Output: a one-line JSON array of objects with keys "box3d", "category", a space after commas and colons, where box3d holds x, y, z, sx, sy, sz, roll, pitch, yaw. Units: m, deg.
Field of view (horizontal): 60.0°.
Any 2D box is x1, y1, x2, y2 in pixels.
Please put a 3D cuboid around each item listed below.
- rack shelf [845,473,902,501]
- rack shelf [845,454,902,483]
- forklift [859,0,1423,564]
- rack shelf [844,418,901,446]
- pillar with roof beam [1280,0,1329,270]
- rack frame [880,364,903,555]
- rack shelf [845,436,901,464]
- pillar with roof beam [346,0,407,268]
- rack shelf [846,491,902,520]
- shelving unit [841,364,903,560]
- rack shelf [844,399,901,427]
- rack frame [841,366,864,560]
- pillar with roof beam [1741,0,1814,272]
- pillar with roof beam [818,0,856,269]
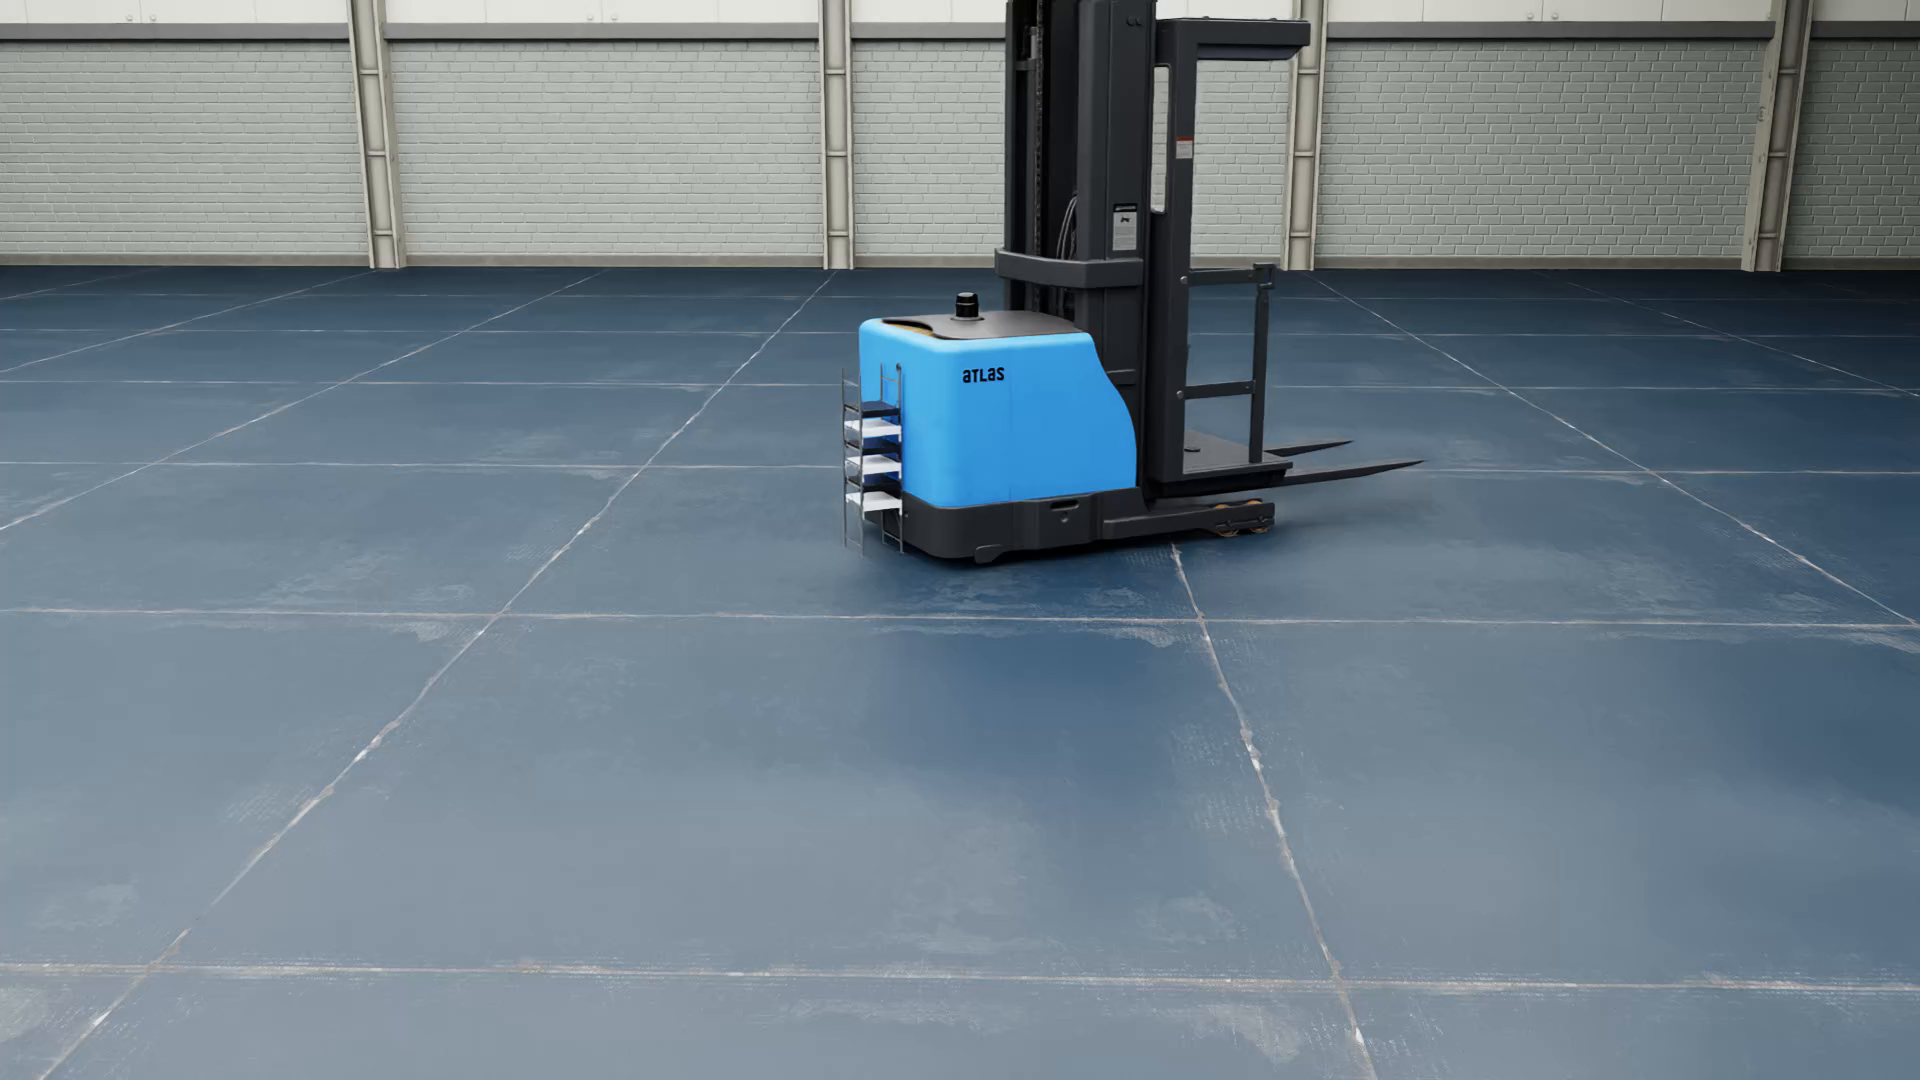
[{"box3d": [-0.425, -0.261, 8.049, 0.200, 0.077, 0.258, -7, 16, -25], "category": "rack shelf"}, {"box3d": [-0.425, -0.348, 8.026, 0.200, 0.077, 0.258, -7, 16, -25], "category": "rack shelf"}, {"box3d": [1.037, -1.542, 8.440, 3.031, 2.935, 1.130, -7, 16, -25], "category": "forklift"}, {"box3d": [-0.425, -0.522, 7.980, 0.200, 0.077, 0.258, -7, 16, -25], "category": "rack shelf"}, {"box3d": [4.302, -6.800, 16.475, 0.400, 9.000, 9.100, 0, 15, 1], "category": "pillar with roof beam"}, {"box3d": [-0.333, -0.392, 8.060, 0.006, 0.900, 0.240, -7, 16, -25], "category": "rack frame"}, {"box3d": [-0.425, -0.435, 8.003, 0.200, 0.077, 0.258, -7, 16, -25], "category": "rack shelf"}, {"box3d": [-7.695, -6.879, 16.772, 0.400, 9.000, 9.100, 0, 15, 1], "category": "pillar with roof beam"}, {"box3d": [-0.425, -0.174, 8.072, 0.200, 0.077, 0.258, -7, 16, -25], "category": "rack shelf"}, {"box3d": [-0.425, -0.380, 8.017, 0.210, 0.900, 0.258, -7, 16, -25], "category": "shelving unit"}, {"box3d": [-0.425, -0.609, 7.957, 0.200, 0.077, 0.258, -7, 16, -25], "category": "rack shelf"}, {"box3d": [-0.516, -0.369, 7.974, 0.006, 0.900, 0.240, -7, 16, -25], "category": "rack frame"}, {"box3d": [10.300, -6.761, 16.327, 0.400, 9.000, 9.100, 0, 15, 1], "category": "pillar with roof beam"}, {"box3d": [-1.697, -6.839, 16.623, 0.400, 9.000, 9.100, 0, 15, 1], "category": "pillar with roof beam"}]
